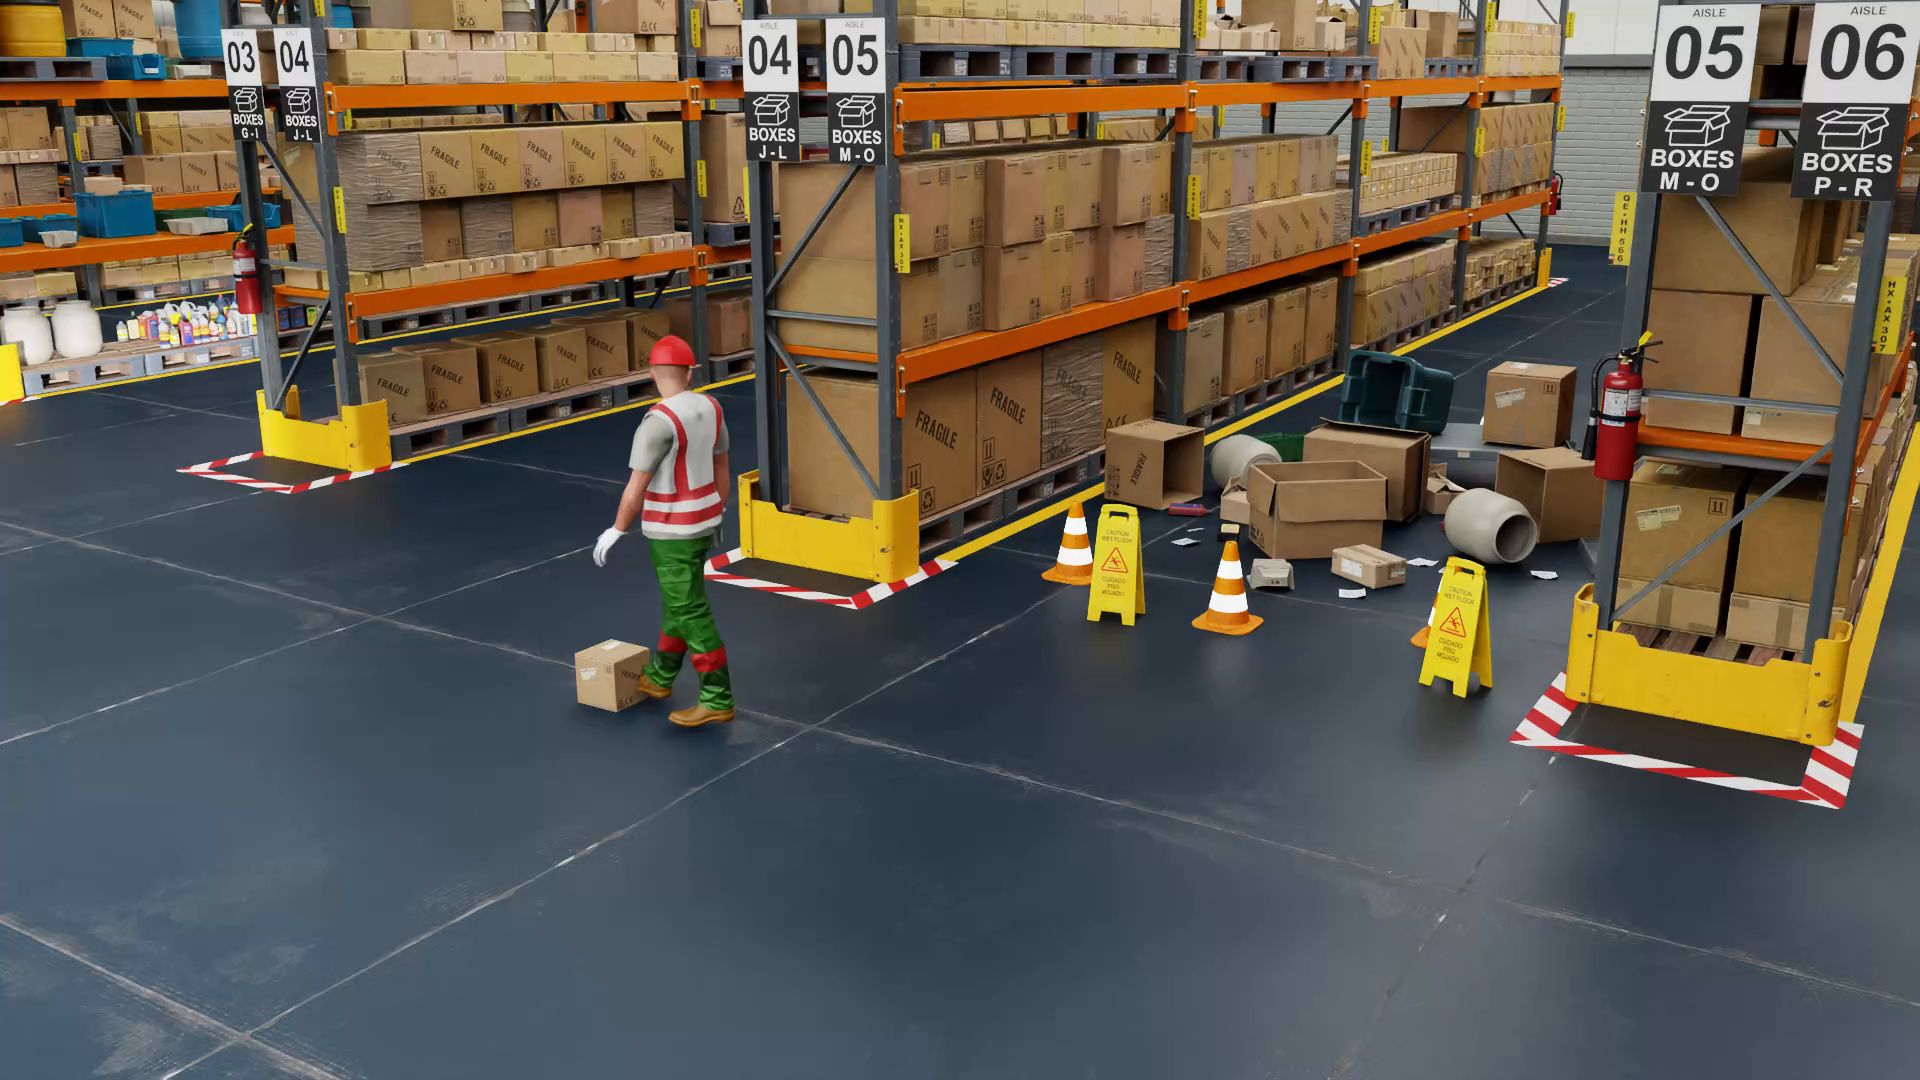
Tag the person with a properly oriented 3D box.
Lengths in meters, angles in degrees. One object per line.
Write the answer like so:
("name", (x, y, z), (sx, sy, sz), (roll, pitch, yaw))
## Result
("person", (-1.381, -0.046, 7.568), (0.727, 1.770, 0.615), (6, 17, 19))
